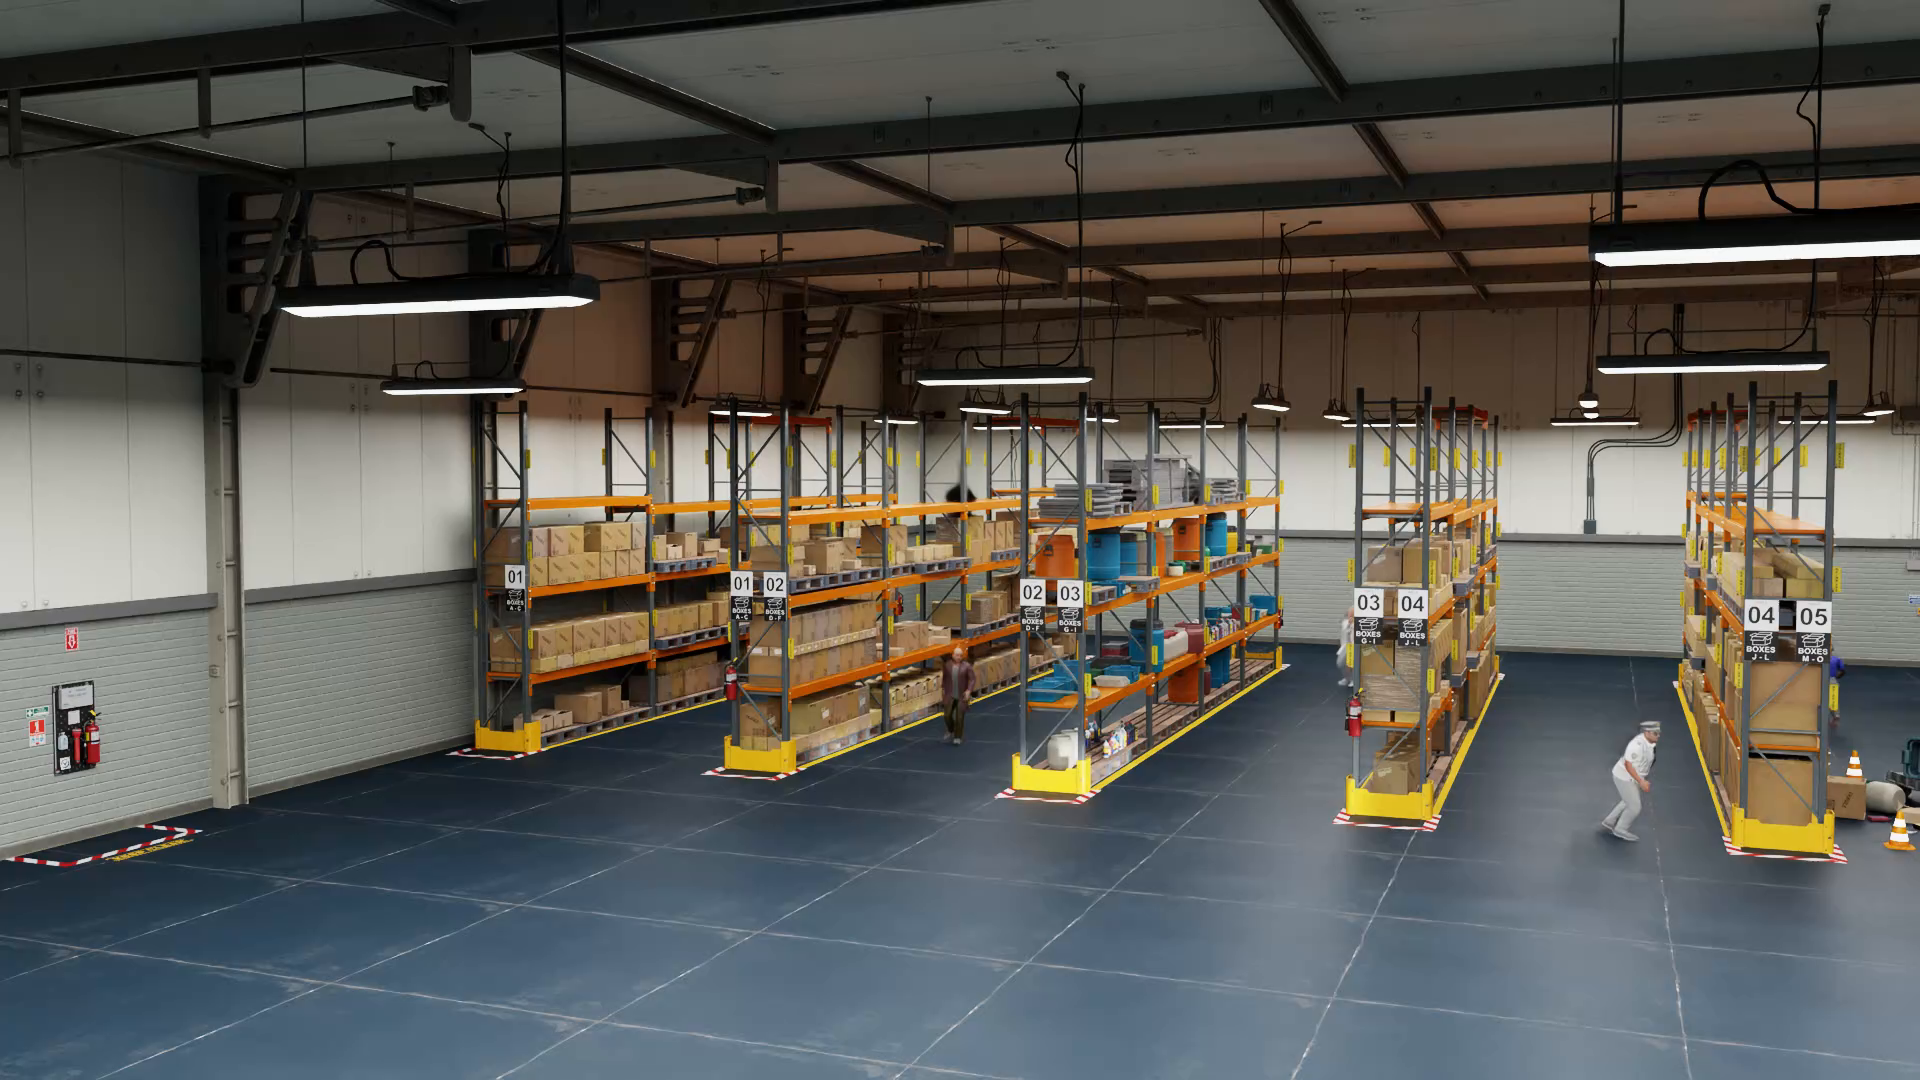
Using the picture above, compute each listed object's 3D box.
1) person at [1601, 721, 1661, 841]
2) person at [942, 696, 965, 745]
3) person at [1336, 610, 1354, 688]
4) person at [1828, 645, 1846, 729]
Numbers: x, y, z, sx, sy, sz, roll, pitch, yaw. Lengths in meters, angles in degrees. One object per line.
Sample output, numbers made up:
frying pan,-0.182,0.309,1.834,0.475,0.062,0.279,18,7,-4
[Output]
person,8.784,3.130,21.795,0.847,1.617,0.690,3,4,43
person,-0.104,3.055,29.010,0.438,1.040,0.547,1,3,12
person,8.514,2.369,36.172,0.685,1.727,0.724,2,3,36
person,16.097,2.718,30.787,0.572,1.602,0.646,1,3,12
